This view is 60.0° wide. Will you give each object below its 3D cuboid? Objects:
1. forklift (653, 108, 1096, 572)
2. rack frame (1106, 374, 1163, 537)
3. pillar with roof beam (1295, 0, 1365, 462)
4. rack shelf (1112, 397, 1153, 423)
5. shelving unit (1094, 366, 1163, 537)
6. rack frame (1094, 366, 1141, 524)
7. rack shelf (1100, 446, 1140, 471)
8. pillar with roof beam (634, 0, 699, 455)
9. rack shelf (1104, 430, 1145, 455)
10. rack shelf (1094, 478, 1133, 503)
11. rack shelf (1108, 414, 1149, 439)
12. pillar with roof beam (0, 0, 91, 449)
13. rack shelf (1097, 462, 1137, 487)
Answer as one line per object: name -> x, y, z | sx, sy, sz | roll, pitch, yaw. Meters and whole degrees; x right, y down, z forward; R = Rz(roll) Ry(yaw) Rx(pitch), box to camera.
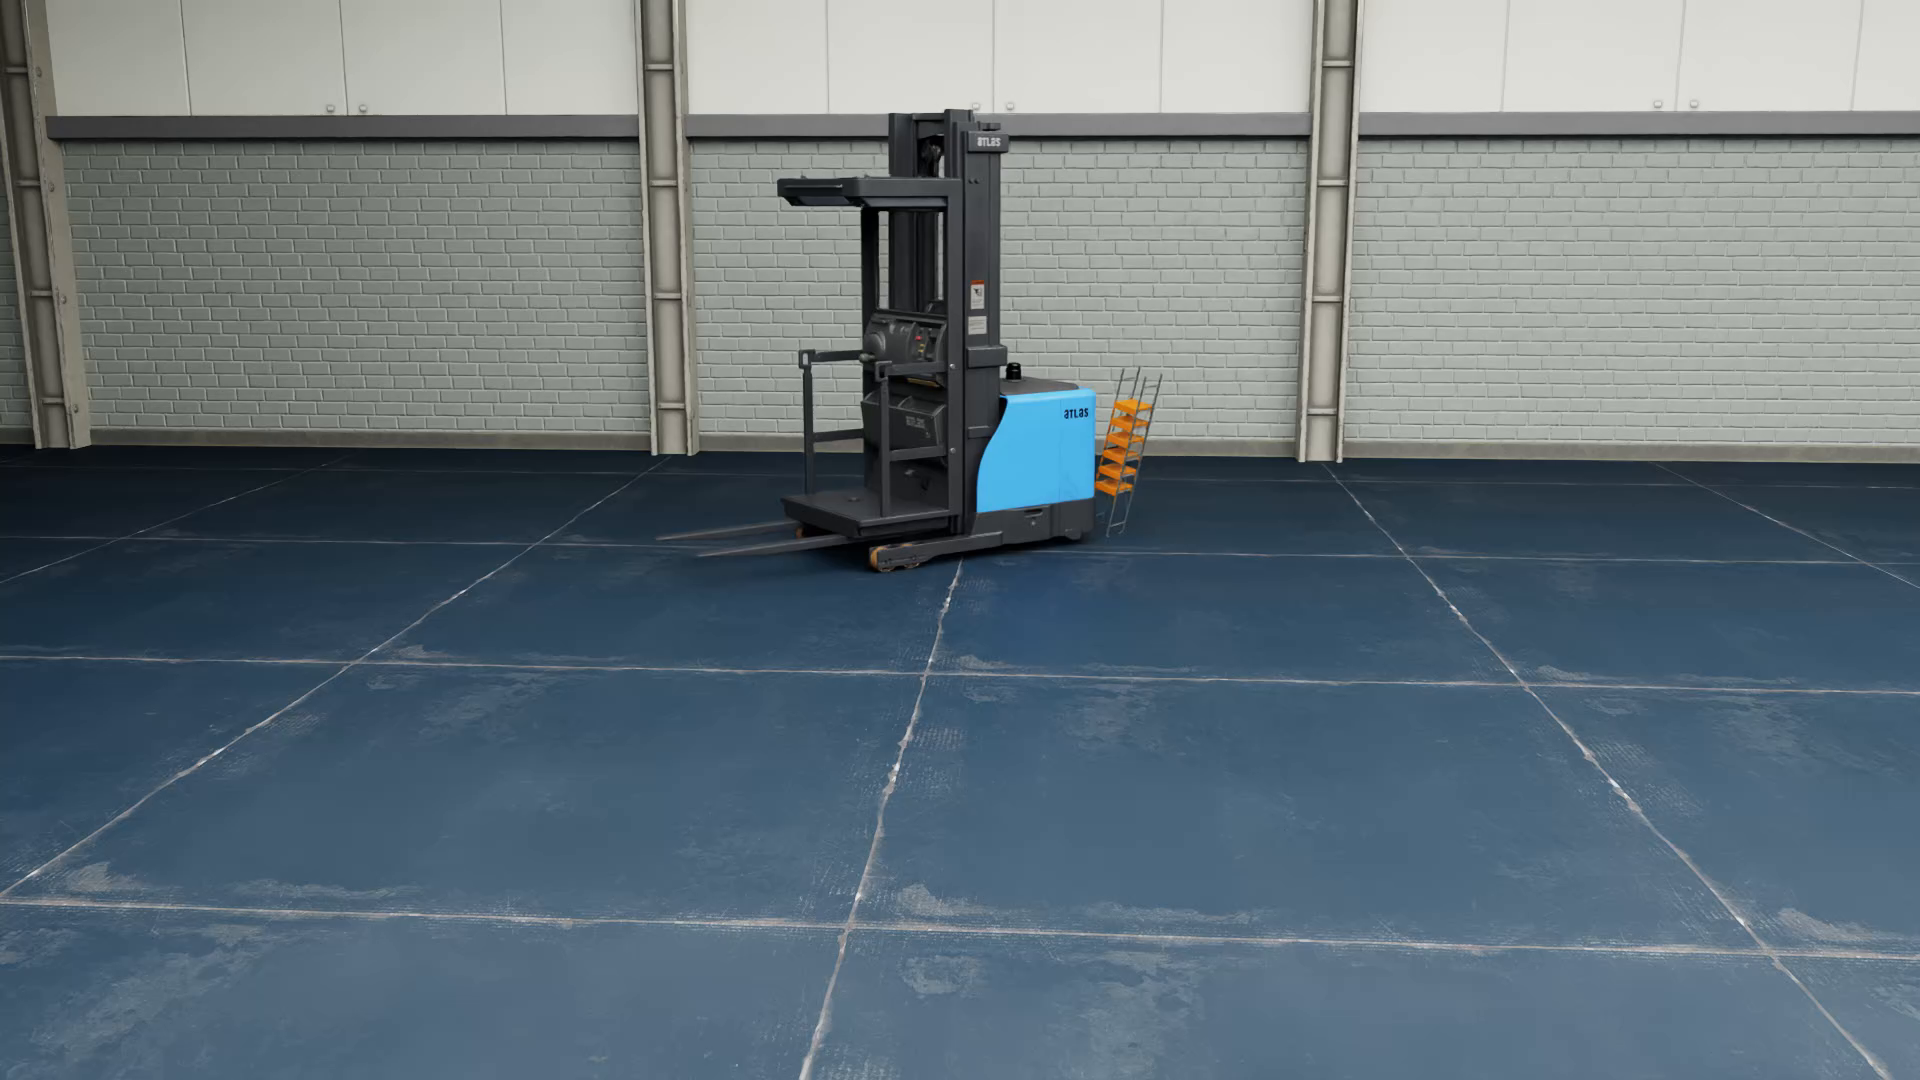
forklift -> -0.545, -1.347, 11.047 | 3.031, 2.935, 1.130 | -8, 14, -34
rack frame -> 1.226, -0.589, 11.732 | 0.006, 1.200, 0.240 | 25, 24, 31
pillar with roof beam -> 3.013, -4.268, 10.191 | 0.400, 9.000, 9.100 | 1, 12, 4
rack shelf -> 1.217, -0.912, 11.672 | 0.180, 0.103, 0.258 | 25, 24, 31
shelving unit -> 1.155, -0.622, 11.780 | 0.189, 1.200, 0.258 | 25, 24, 31
rack frame -> 1.084, -0.654, 11.827 | 0.006, 1.200, 0.240 | 25, 24, 31
rack shelf -> 1.146, -0.581, 11.795 | 0.180, 0.103, 0.258 | 25, 24, 31
pillar with roof beam -> -2.974, -4.350, 10.584 | 0.400, 9.000, 9.100 | 1, 12, 4
rack shelf -> 1.170, -0.691, 11.754 | 0.180, 0.103, 0.258 | 25, 24, 31
rack shelf -> 1.099, -0.360, 11.877 | 0.180, 0.103, 0.258 | 25, 24, 31
rack shelf -> 1.193, -0.801, 11.713 | 0.180, 0.103, 0.258 | 25, 24, 31
pillar with roof beam -> -8.960, -4.432, 10.976 | 0.400, 9.000, 9.100 | 1, 12, 4
rack shelf -> 1.123, -0.470, 11.836 | 0.180, 0.103, 0.258 | 25, 24, 31
